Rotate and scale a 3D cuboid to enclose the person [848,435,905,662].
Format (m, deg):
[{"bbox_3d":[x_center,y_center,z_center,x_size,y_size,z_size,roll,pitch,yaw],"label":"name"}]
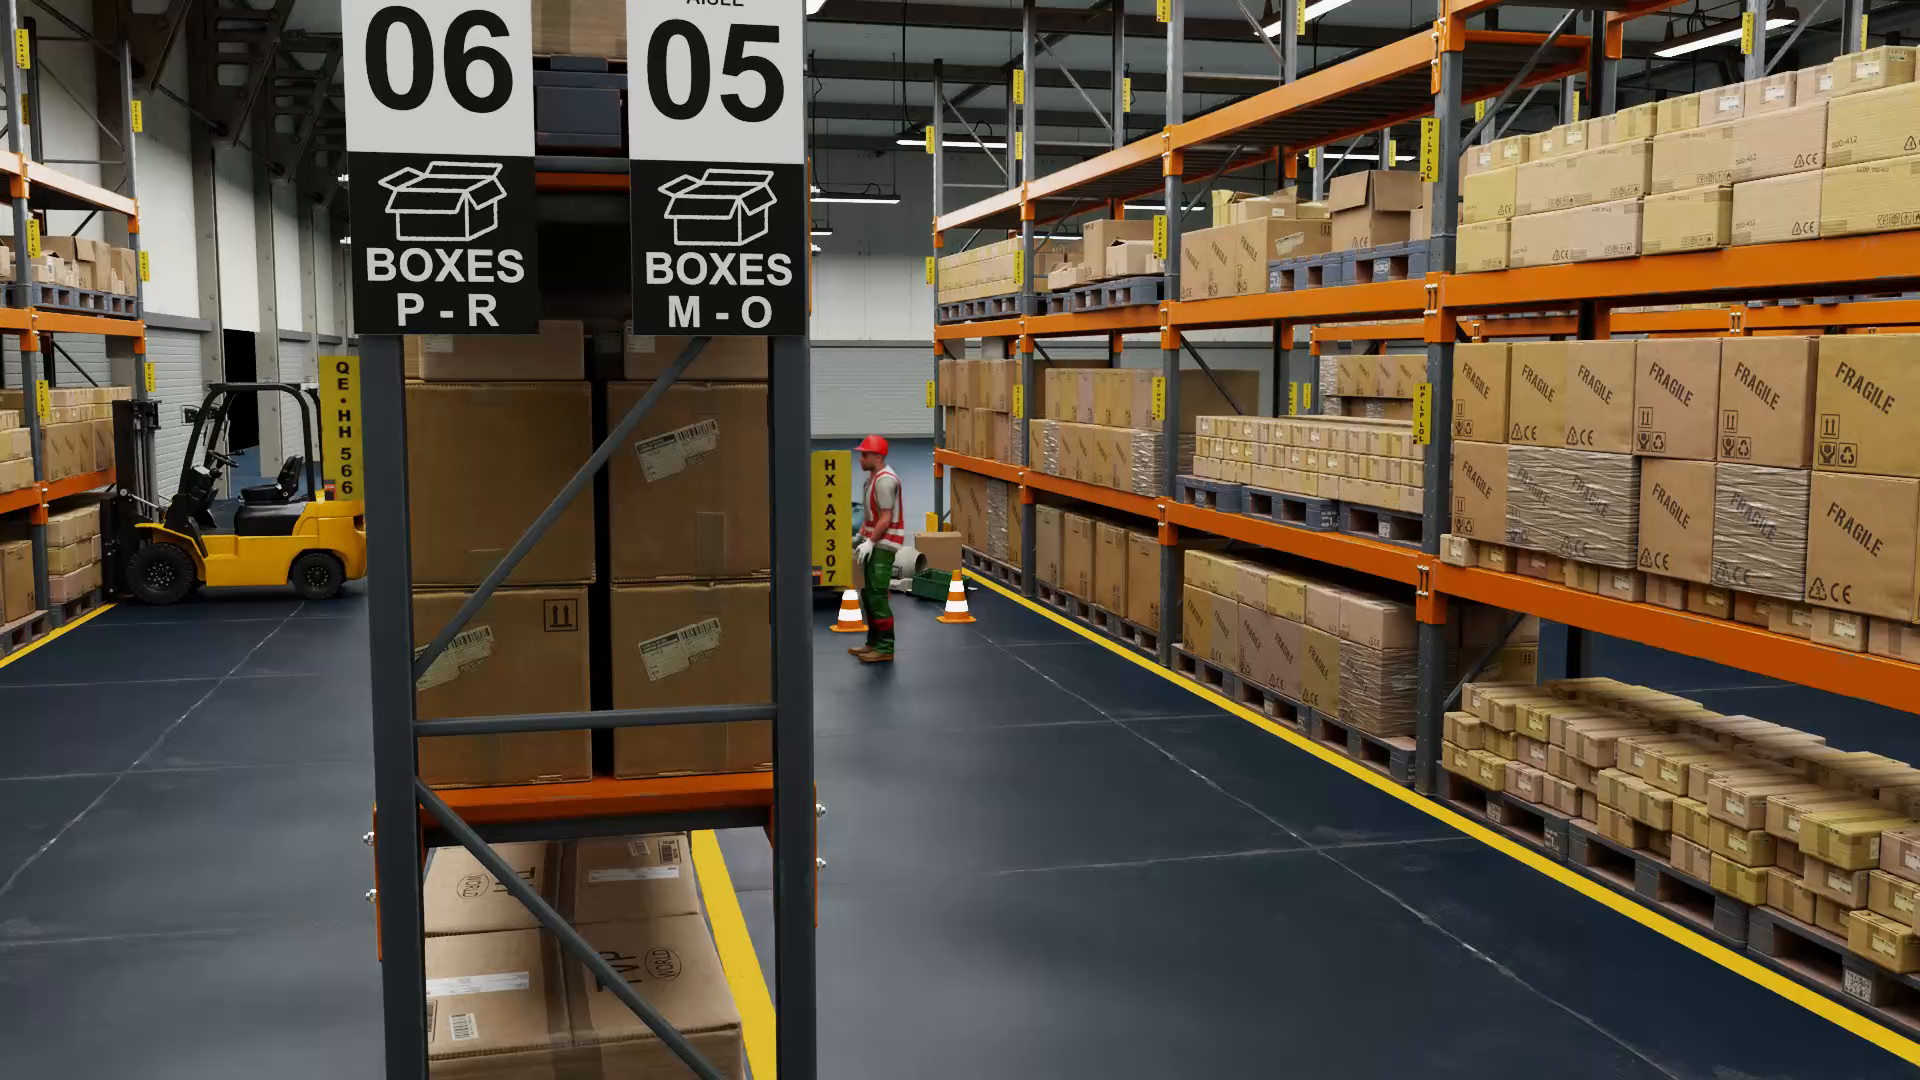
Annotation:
[{"bbox_3d":[-0.667,0.063,13.186,0.425,1.789,0.540,-2,6,-15],"label":"person"}]
